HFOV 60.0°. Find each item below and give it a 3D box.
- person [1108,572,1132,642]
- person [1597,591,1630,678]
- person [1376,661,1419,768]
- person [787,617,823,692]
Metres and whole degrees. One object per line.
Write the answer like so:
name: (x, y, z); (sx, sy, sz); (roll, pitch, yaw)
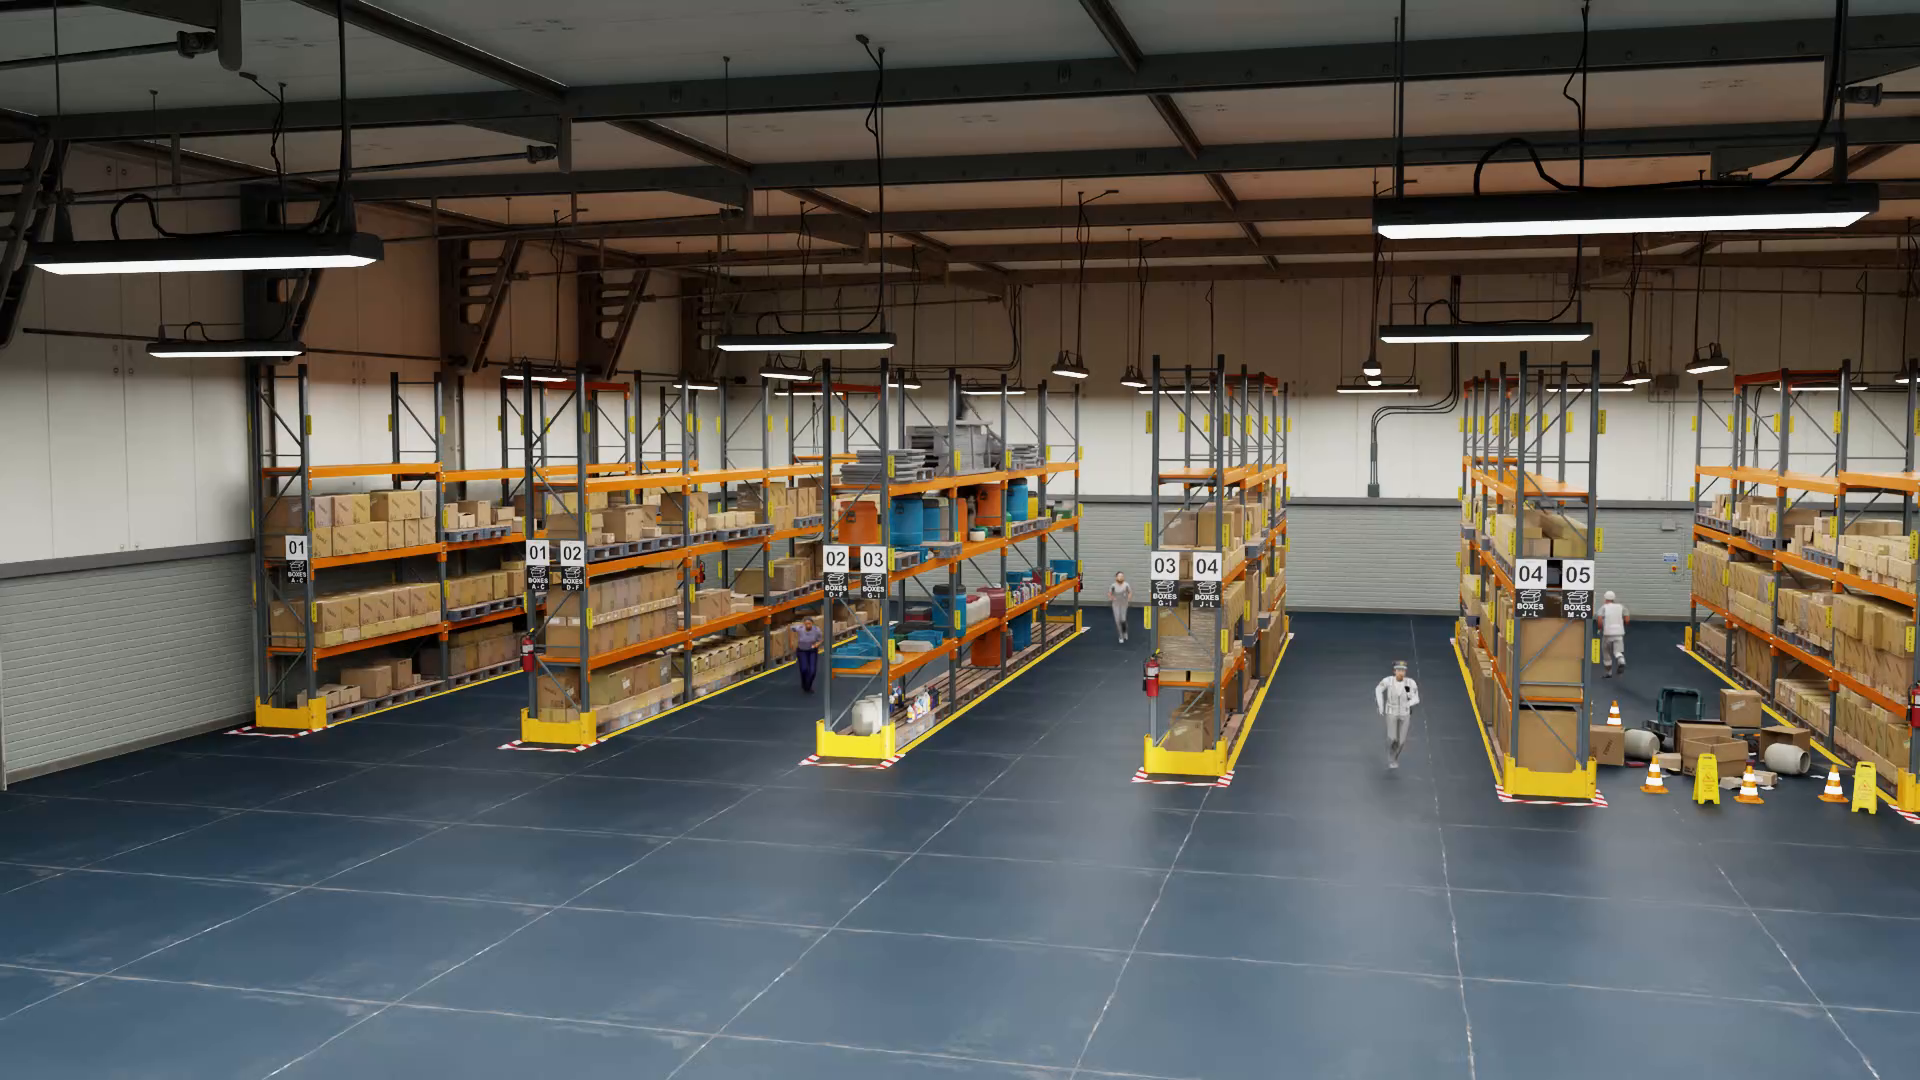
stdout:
person: (3.676, 1.544, 38.274); (0.549, 1.639, 0.558); (0, 4, 6)
person: (12.778, 1.898, 32.518); (0.659, 1.772, 1.028); (0, 4, 4)
person: (6.313, 2.519, 23.976); (0.573, 1.611, 0.691); (0, 4, 5)
person: (-2.879, 2.132, 30.905); (0.636, 1.482, 0.857); (-1, 4, -10)
